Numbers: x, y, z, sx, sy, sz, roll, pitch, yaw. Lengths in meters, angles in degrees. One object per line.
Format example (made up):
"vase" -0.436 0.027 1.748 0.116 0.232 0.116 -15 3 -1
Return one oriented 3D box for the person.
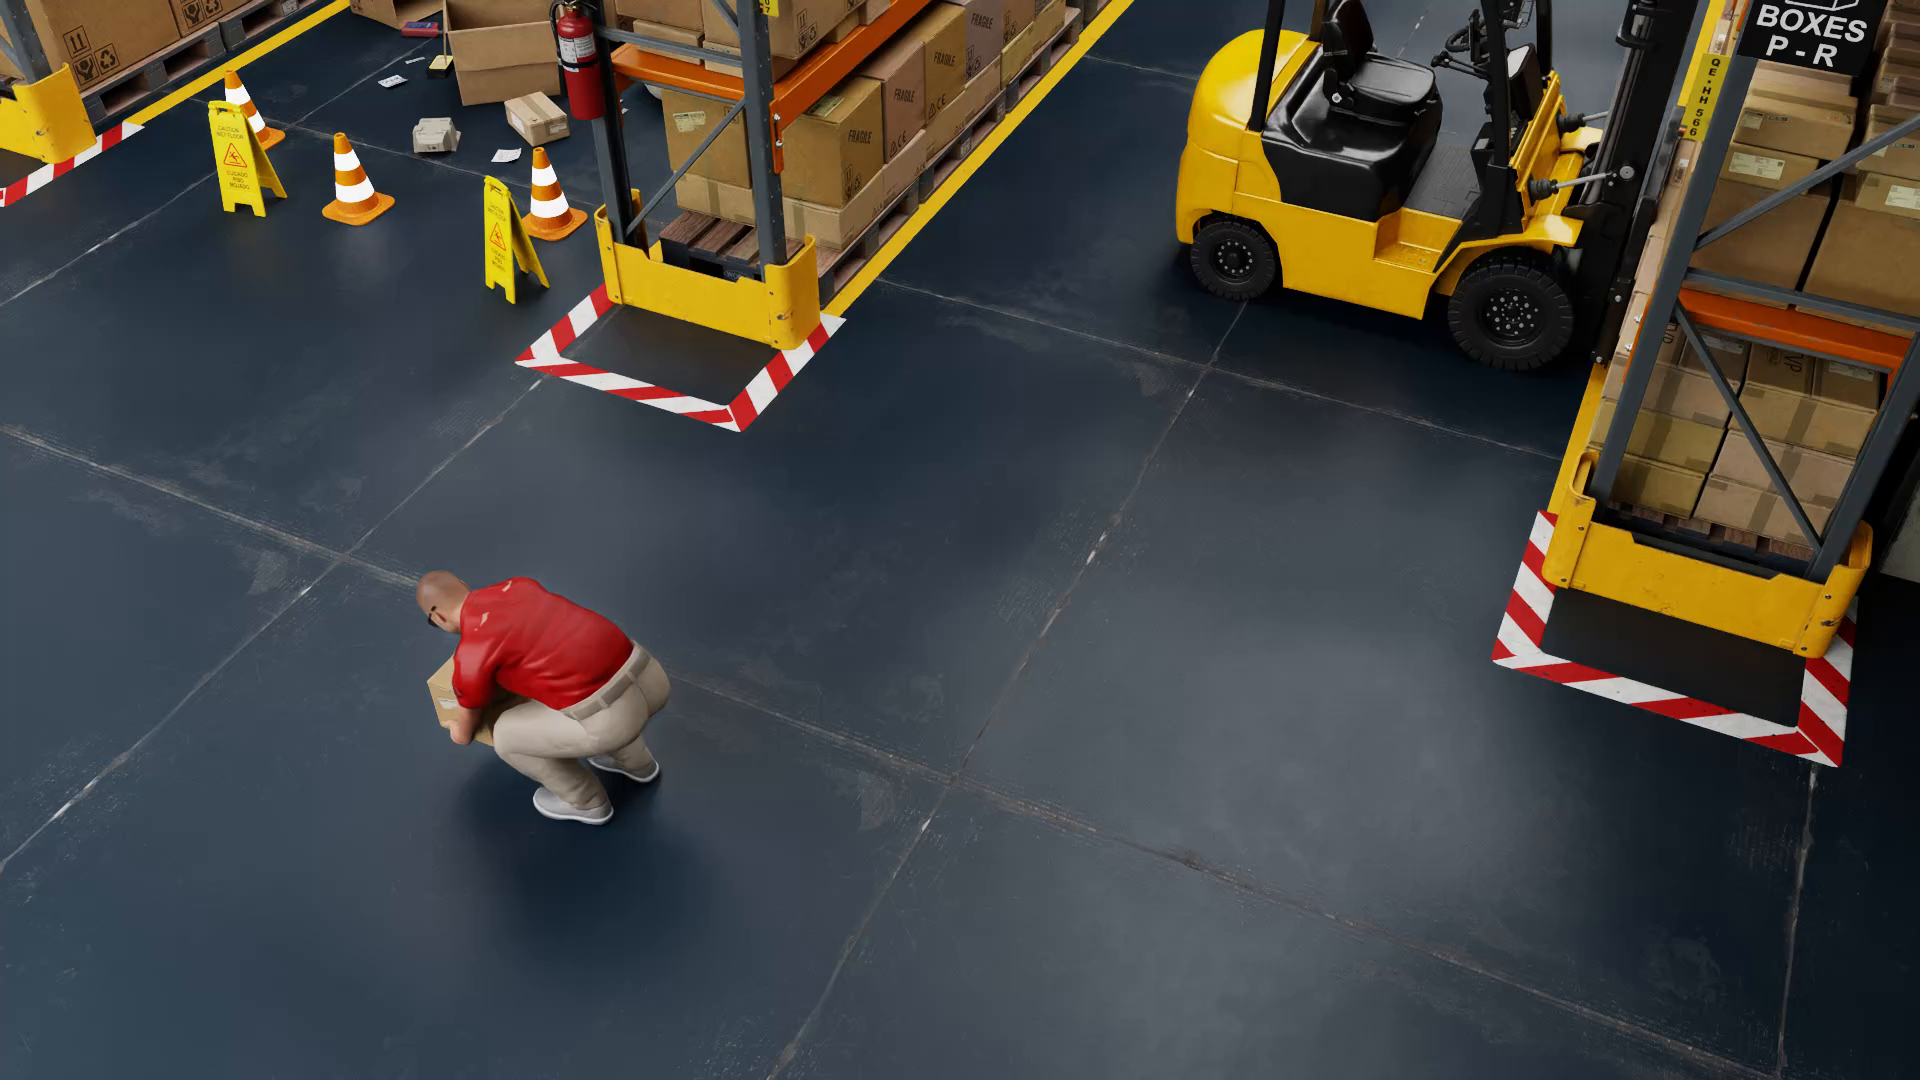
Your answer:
"person" -1.537 0.532 6.100 0.944 1.033 0.517 15 44 16
